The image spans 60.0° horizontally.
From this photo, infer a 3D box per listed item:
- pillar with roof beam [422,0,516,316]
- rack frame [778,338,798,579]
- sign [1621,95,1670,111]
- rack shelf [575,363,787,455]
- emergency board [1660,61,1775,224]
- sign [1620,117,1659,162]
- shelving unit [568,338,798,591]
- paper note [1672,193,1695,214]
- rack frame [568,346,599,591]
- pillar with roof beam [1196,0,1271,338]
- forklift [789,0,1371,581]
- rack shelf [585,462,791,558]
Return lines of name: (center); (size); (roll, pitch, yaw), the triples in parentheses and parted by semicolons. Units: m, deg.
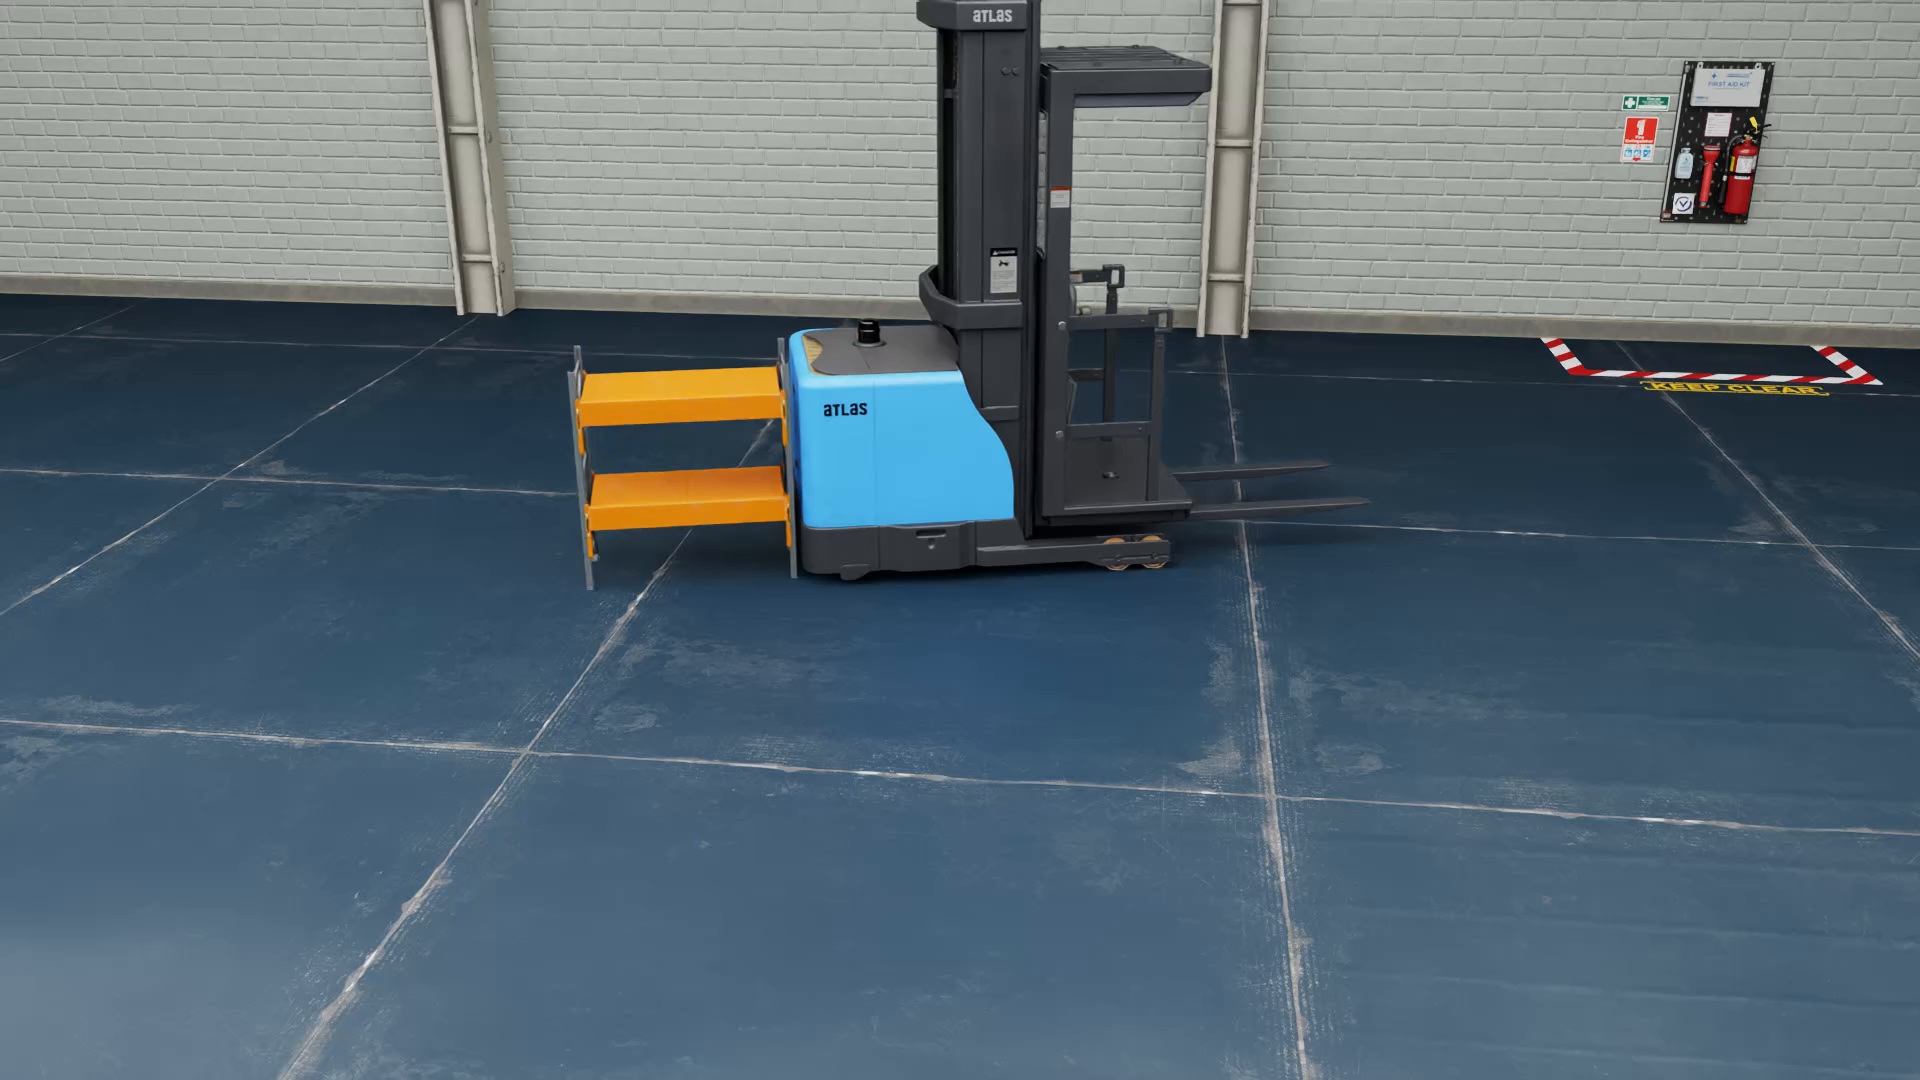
pillar with roof beam: (-4.406, -4.503, 8.091); (0.400, 9.000, 9.100); (2, 22, 6)
rack frame: (-0.878, -0.417, 8.465); (0.032, 1.125, 0.500); (-3, 22, -8)
sign: (5.034, -3.208, 12.205); (0.331, 0.109, 0.001); (2, 22, 6)
rack shelf: (-1.380, -0.662, 8.287); (1.000, 0.278, 0.538); (-3, 22, -8)
emergency board: (5.567, -2.887, 12.162); (0.643, 1.169, 0.194); (2, 22, 6)
sign: (5.030, -2.965, 12.312); (0.234, 0.329, 0.001); (2, 22, 6)
shelving unit: (-1.380, -0.389, 8.395); (1.048, 1.125, 0.538); (-3, 22, -8)
paper note: (5.400, -2.510, 12.407); (0.142, 0.148, 0.016); (2, 22, 6)
rack frame: (-1.883, -0.362, 8.324); (0.032, 1.125, 0.500); (-3, 22, -8)
pillar with roof beam: (1.552, -4.244, 7.435); (0.400, 9.000, 9.100); (2, 22, 6)
forklift: (0.642, -1.393, 8.478); (3.031, 2.935, 1.130); (-3, 22, -8)
rack shelf: (-1.380, -0.162, 8.485); (1.000, 0.278, 0.538); (-3, 22, -8)
